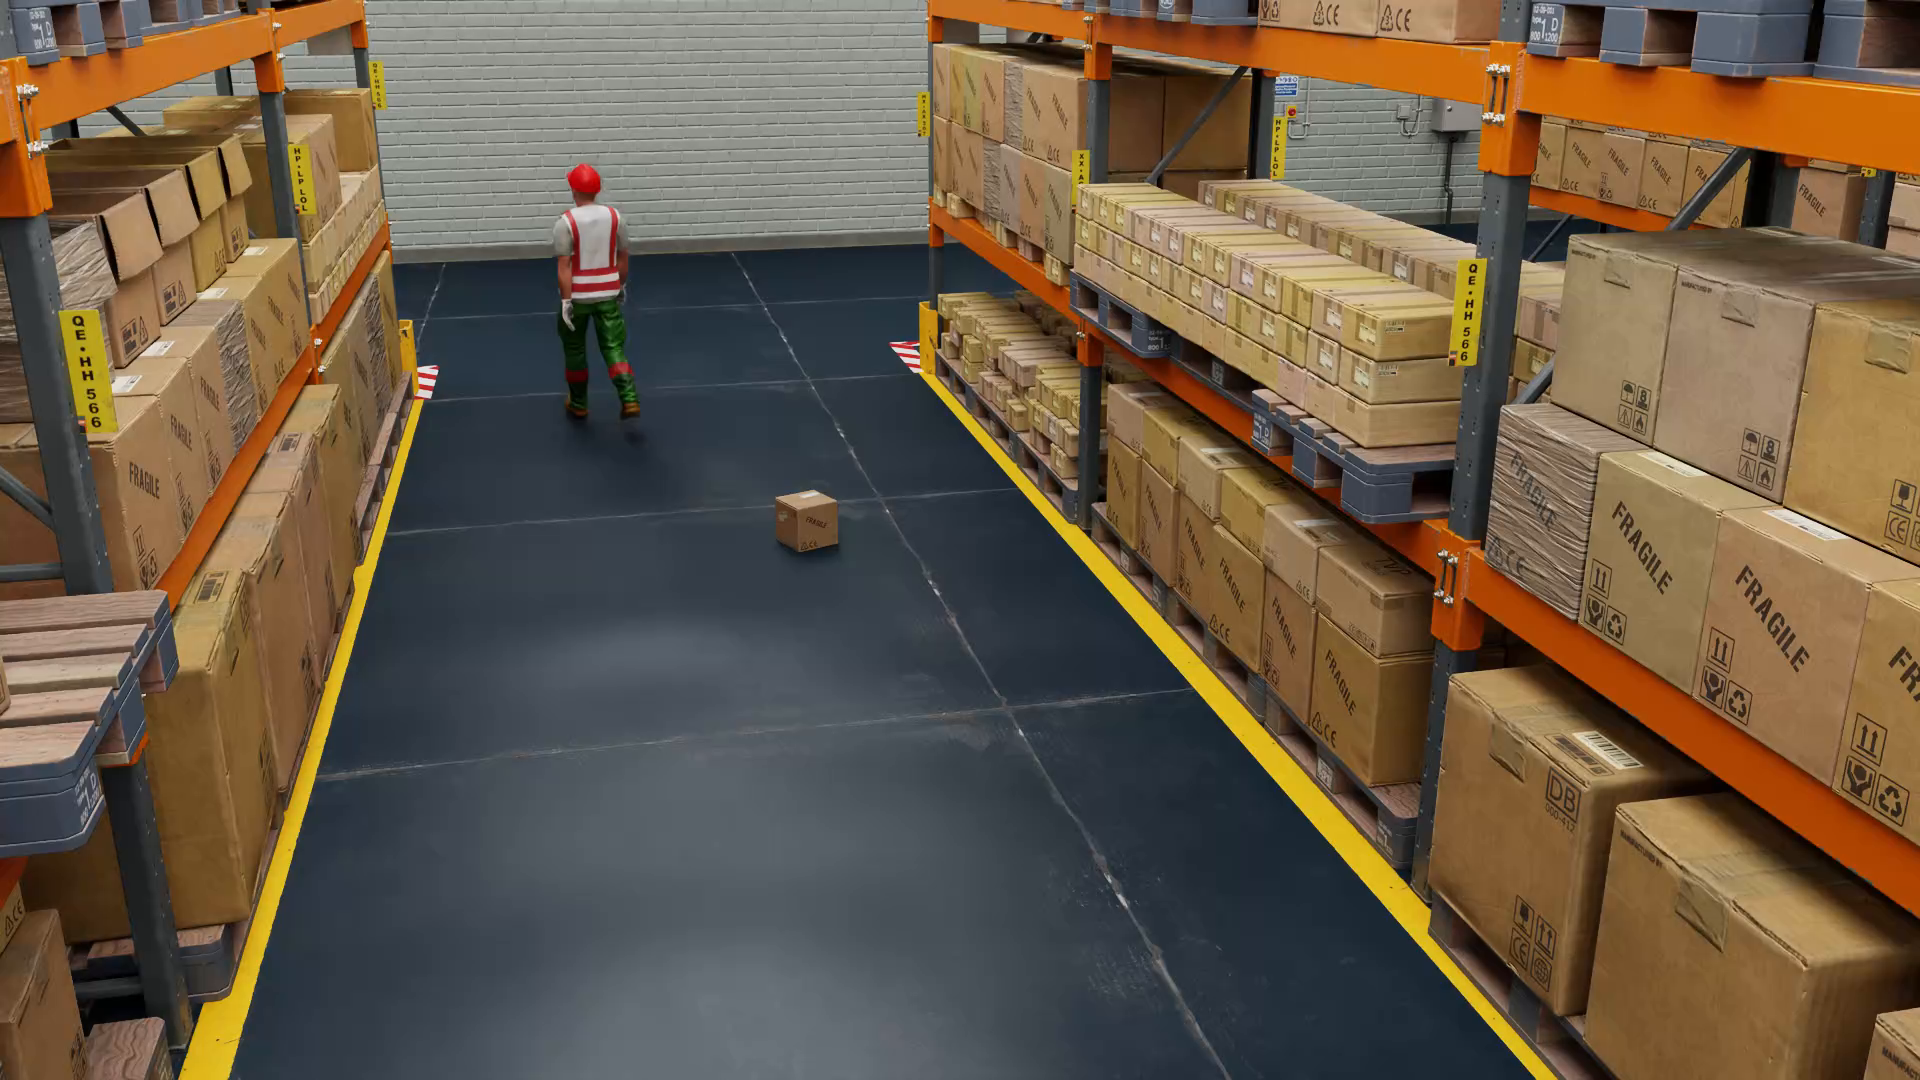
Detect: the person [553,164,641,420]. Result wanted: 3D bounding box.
[{"bbox_3d":[-2.467,-1.644,11.200,0.534,1.756,0.975,-11,22,-28],"label":"person"}]
